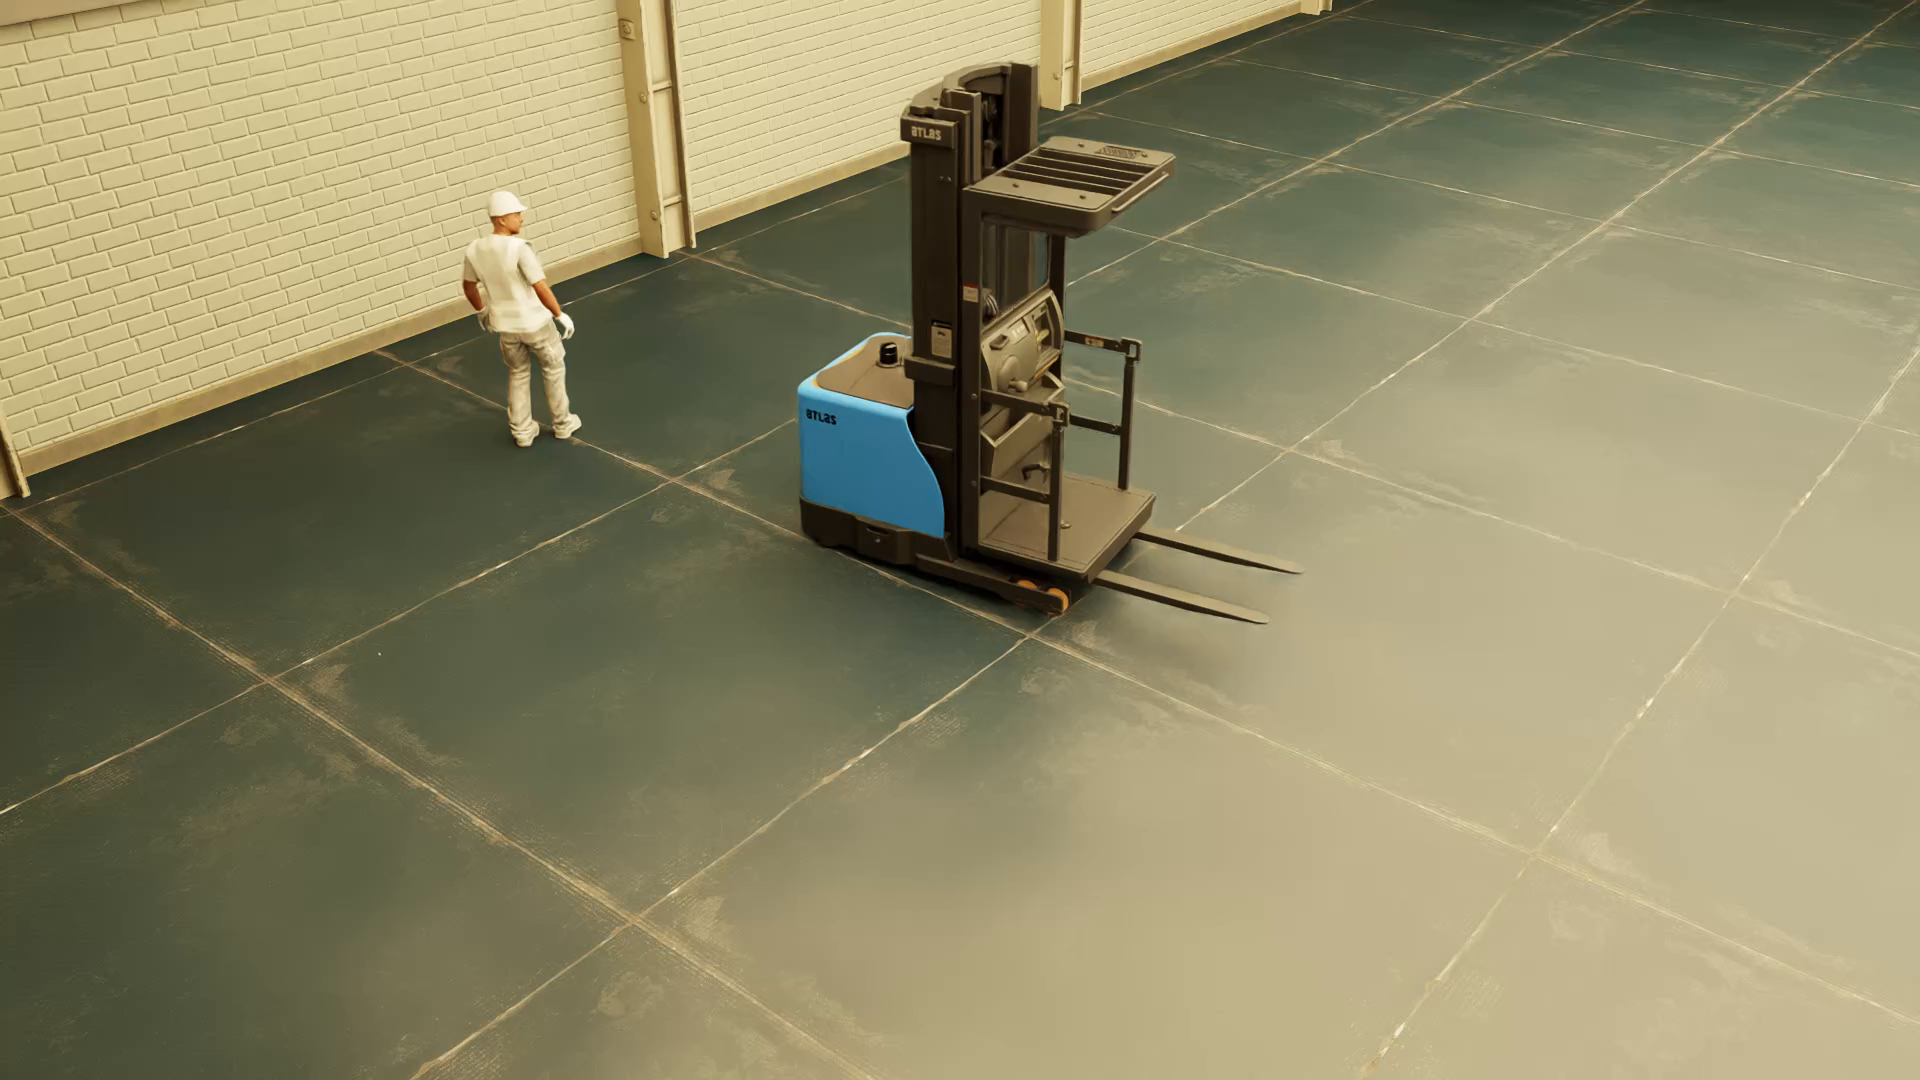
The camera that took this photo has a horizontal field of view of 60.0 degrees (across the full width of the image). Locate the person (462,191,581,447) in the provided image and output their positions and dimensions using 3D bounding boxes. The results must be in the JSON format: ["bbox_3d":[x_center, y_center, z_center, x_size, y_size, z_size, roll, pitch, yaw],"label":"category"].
[{"bbox_3d":[-2.950,-1.514,11.338,0.769,1.771,0.501,8,31,14],"label":"person"}]

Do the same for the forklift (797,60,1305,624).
[{"bbox_3d":[0.543,-1.122,9.514,3.031,2.935,1.130,15,34,25],"label":"forklift"}]
